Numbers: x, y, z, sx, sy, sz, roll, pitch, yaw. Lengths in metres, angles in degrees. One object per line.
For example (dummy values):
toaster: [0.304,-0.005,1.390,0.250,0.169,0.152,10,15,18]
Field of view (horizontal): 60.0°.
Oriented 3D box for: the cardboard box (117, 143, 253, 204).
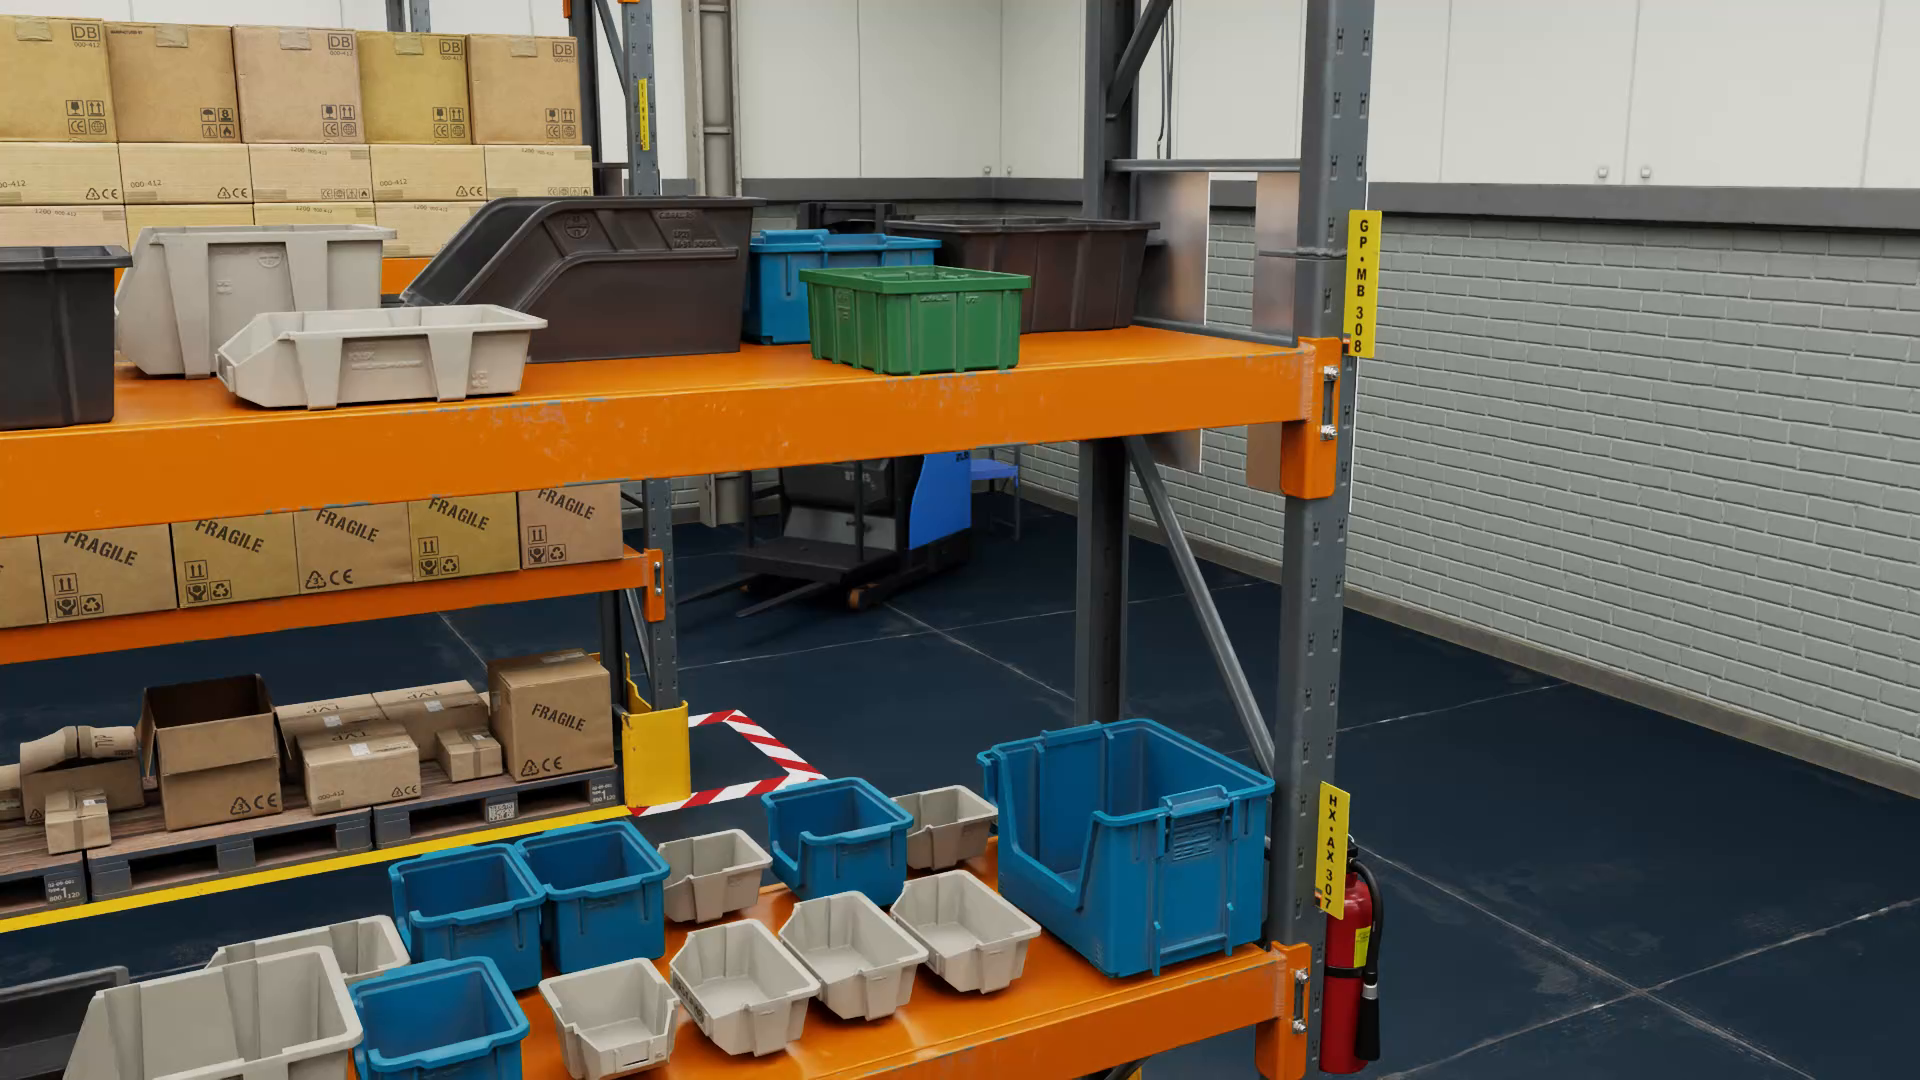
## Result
cardboard box: [-3.387,-1.596,7.241,0.500,0.250,0.500,-7,14,-28]

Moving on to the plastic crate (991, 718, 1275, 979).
plastic crate: [0.423,0.756,4.201,0.499,0.435,0.616,-7,14,-28]

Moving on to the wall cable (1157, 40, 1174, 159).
wall cable: [1.016,-3.116,15.032,0.112,2.526,3.097,-7,14,-28]

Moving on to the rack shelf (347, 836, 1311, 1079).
rack shelf: [-1.128,1.293,3.672,4.000,0.370,1.077,-7,14,-28]

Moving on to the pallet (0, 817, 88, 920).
pallet: [-4.651,1.486,7.528,1.213,0.211,1.003,-7,14,-28]

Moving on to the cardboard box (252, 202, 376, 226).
cardboard box: [-2.944,-1.403,7.523,0.500,0.250,0.500,-7,14,-28]

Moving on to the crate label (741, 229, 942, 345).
crate label: [-0.337,-0.625,4.060,0.502,0.251,0.408,-7,14,-28]

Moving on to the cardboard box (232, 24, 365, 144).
cardboard box: [-3.053,-2.057,7.580,0.500,0.500,0.700,-7,14,-28]

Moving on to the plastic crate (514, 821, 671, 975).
plastic crate: [-0.903,0.885,4.091,0.300,0.233,0.416,-7,14,-28]

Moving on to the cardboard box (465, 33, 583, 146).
cardboard box: [-2.186,-2.167,8.067,0.500,0.500,0.700,-7,14,-28]

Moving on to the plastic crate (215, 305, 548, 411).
plastic crate: [-1.068,-0.338,3.049,0.530,0.136,0.437,-7,14,-28]

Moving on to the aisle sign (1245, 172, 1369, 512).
aisle sign: [0.831,-0.488,4.025,0.004,0.787,0.394,-7,14,-28]

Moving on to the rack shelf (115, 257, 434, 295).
rack shelf: [-3.498,-1.126,7.586,4.000,0.370,1.077,-7,14,-28]

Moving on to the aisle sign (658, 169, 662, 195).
aisle sign: [-1.536,-1.440,8.256,0.004,0.787,0.394,-7,14,-28]

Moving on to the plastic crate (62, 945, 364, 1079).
plastic crate: [-1.455,1.055,3.221,0.530,0.282,0.437,-7,14,-28]

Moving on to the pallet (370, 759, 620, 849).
pallet: [-2.509,1.229,8.669,1.213,0.211,1.003,-7,14,-28]

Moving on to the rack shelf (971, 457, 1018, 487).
rack shelf: [-0.055,-0.555,14.478,1.000,0.185,0.538,-7,14,-28]

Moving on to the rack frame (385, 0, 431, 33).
rack frame: [-4.120,-4.105,12.353,0.127,3.000,1.000,-7,14,-28]

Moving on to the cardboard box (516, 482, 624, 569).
cardboard box: [-2.006,-0.173,8.318,0.500,0.500,0.500,-6,14,-26]

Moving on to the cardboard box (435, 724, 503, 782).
cardboard box: [-2.501,1.074,8.457,0.250,0.166,0.380,-7,14,-28]

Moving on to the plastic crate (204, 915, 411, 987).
plastic crate: [-1.499,1.010,3.752,0.466,0.136,0.293,-7,14,-28]

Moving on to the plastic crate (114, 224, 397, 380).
plastic crate: [-1.466,-0.501,3.440,0.530,0.282,0.437,-7,14,-28]

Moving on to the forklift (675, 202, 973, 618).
forklift: [-1.045,-1.018,12.457,1.130,2.935,3.031,7,14,28]

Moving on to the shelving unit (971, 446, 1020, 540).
shelving unit: [-0.055,-0.730,14.438,1.048,1.500,0.538,-7,14,-28]

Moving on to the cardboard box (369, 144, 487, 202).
cardboard box: [-2.510,-1.702,7.711,0.500,0.250,0.500,-7,14,-28]

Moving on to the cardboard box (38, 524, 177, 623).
cardboard box: [-3.788,0.041,7.369,0.500,0.500,0.500,-7,14,-28]

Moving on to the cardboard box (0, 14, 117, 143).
cardboard box: [-3.903,-1.940,7.063,0.500,0.500,0.700,-7,14,-28]

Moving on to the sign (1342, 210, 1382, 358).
sign: [0.905,-0.577,3.747,0.005,0.325,0.100,-7,14,-28]

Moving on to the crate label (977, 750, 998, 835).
crate label: [0.253,0.746,4.706,0.303,0.233,0.416,-7,14,-28]

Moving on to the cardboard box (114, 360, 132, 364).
cardboard box: [-4.043,-0.550,7.716,0.500,0.500,0.500,-7,14,-27]

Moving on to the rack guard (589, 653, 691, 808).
rack guard: [-1.810,1.004,9.010,0.348,0.500,1.175,-7,14,-28]

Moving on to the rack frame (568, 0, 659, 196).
rack frame: [-1.743,-3.151,8.113,0.127,3.000,1.000,-7,14,-28]

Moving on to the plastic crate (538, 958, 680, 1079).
plastic crate: [-0.747,1.048,3.586,0.250,0.136,0.298,-7,14,-28]

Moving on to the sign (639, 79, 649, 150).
sign: [-1.495,-2.010,7.860,0.005,0.325,0.100,-7,14,-28]

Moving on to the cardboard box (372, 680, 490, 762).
cardboard box: [-2.795,0.958,8.780,0.500,0.250,0.500,-7,14,-28]

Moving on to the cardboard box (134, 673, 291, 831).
cardboard box: [-3.607,1.002,8.010,0.637,0.503,0.797,-7,14,-28]

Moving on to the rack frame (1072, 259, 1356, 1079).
rack frame: [0.627,0.731,4.528,0.127,3.000,1.000,-7,14,-28]

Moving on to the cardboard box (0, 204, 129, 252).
cardboard box: [-3.828,-1.301,7.067,0.500,0.250,0.500,-7,14,-28]

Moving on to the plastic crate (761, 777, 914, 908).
plastic crate: [-0.325,0.815,4.399,0.300,0.233,0.416,-7,14,-28]

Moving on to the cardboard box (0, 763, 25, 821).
cardboard box: [-4.589,1.208,7.902,0.250,0.149,0.380,-7,14,-28]

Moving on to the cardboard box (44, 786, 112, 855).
cardboard box: [-4.027,1.269,7.588,0.250,0.166,0.380,-7,14,-28]

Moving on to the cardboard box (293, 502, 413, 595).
cardboard box: [-2.900,-0.066,7.844,0.500,0.500,0.500,-7,14,-27]

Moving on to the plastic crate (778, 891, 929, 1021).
plastic crate: [-0.263,0.979,3.891,0.243,0.136,0.396,-7,14,-28]
